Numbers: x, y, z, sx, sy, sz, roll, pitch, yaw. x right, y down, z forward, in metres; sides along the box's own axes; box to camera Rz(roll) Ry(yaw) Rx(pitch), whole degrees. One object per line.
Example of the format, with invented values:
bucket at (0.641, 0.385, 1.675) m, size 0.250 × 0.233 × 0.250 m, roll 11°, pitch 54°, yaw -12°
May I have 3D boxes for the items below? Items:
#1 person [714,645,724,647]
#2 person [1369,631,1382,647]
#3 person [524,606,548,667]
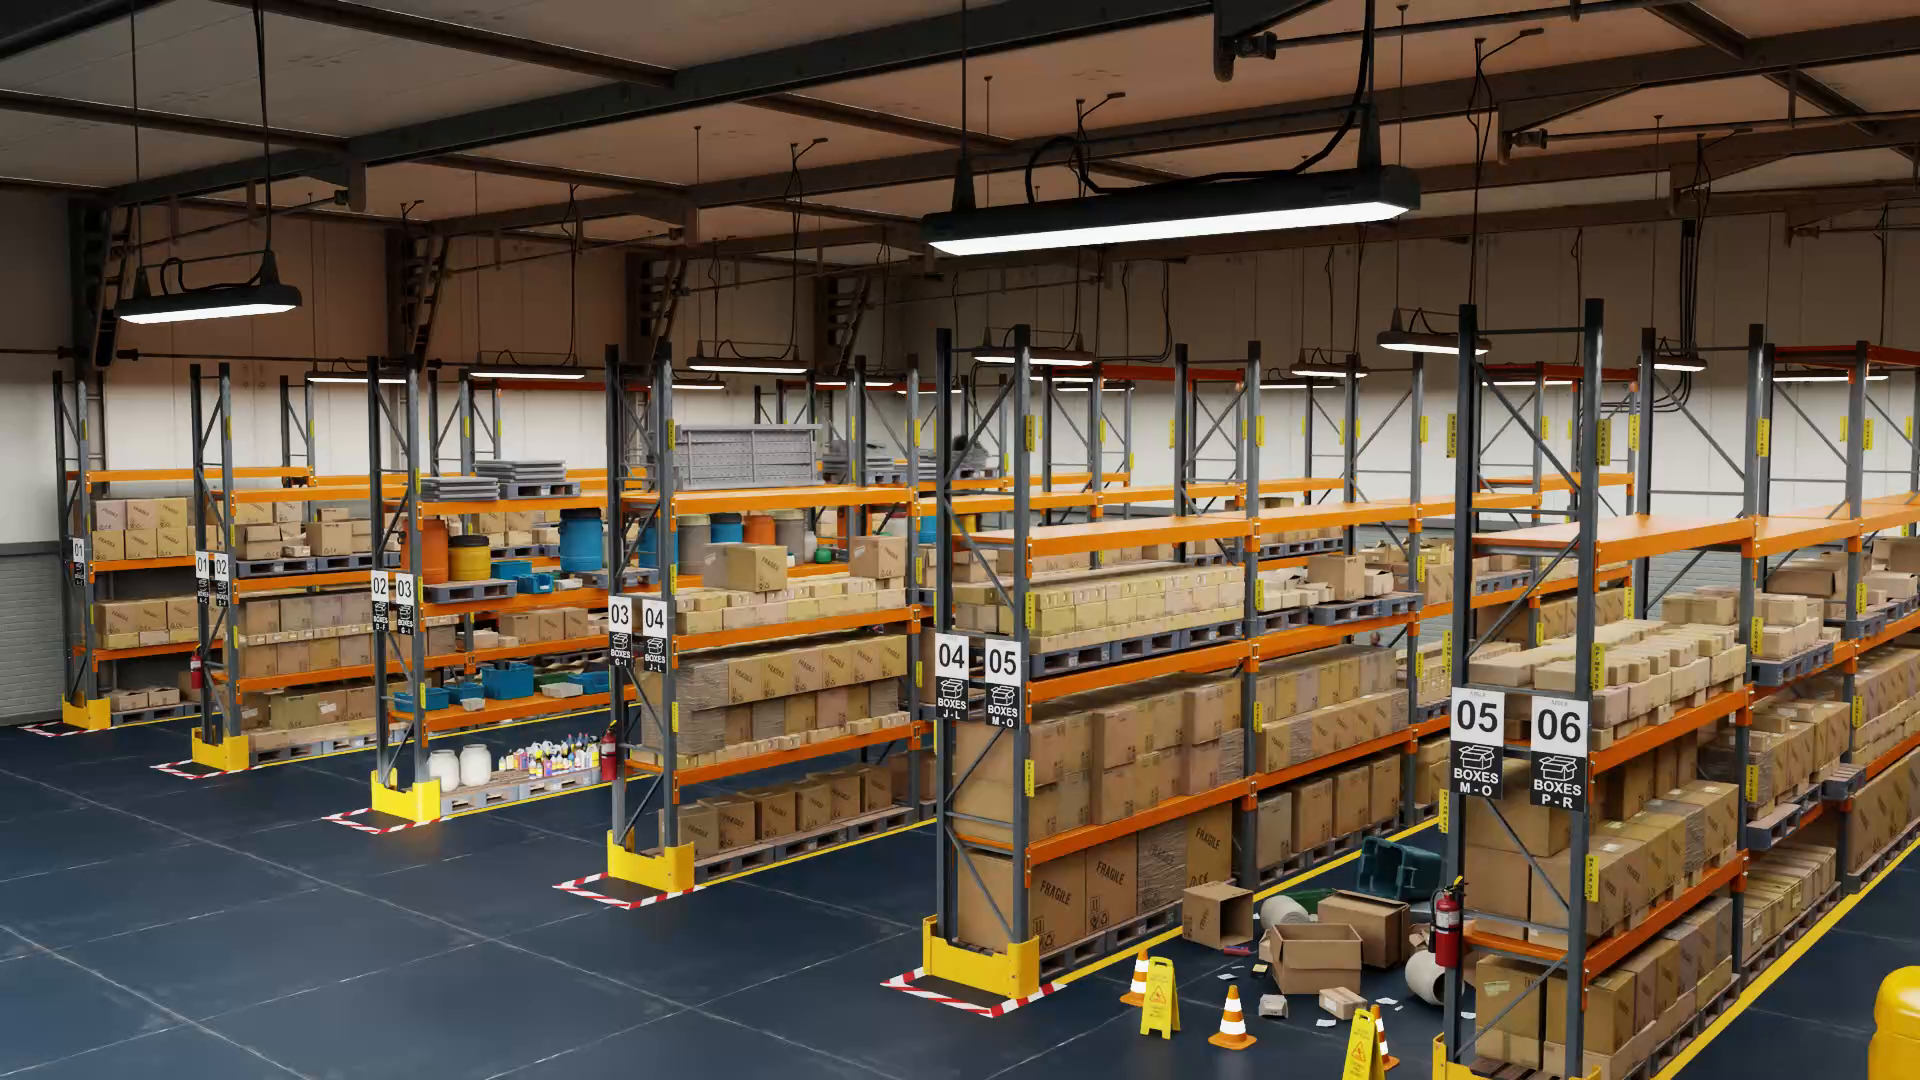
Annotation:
person at (-4.056, 2.214, 29.596) m, size 0.574 × 1.640 × 0.939 m, roll 2°, pitch 5°, yaw 25°
person at (7.001, 2.334, 28.024) m, size 0.655 × 1.625 × 0.635 m, roll -3°, pitch 5°, yaw -40°
person at (-8.181, 2.006, 32.043) m, size 0.654 × 1.717 × 0.965 m, roll 2°, pitch 5°, yaw 30°
